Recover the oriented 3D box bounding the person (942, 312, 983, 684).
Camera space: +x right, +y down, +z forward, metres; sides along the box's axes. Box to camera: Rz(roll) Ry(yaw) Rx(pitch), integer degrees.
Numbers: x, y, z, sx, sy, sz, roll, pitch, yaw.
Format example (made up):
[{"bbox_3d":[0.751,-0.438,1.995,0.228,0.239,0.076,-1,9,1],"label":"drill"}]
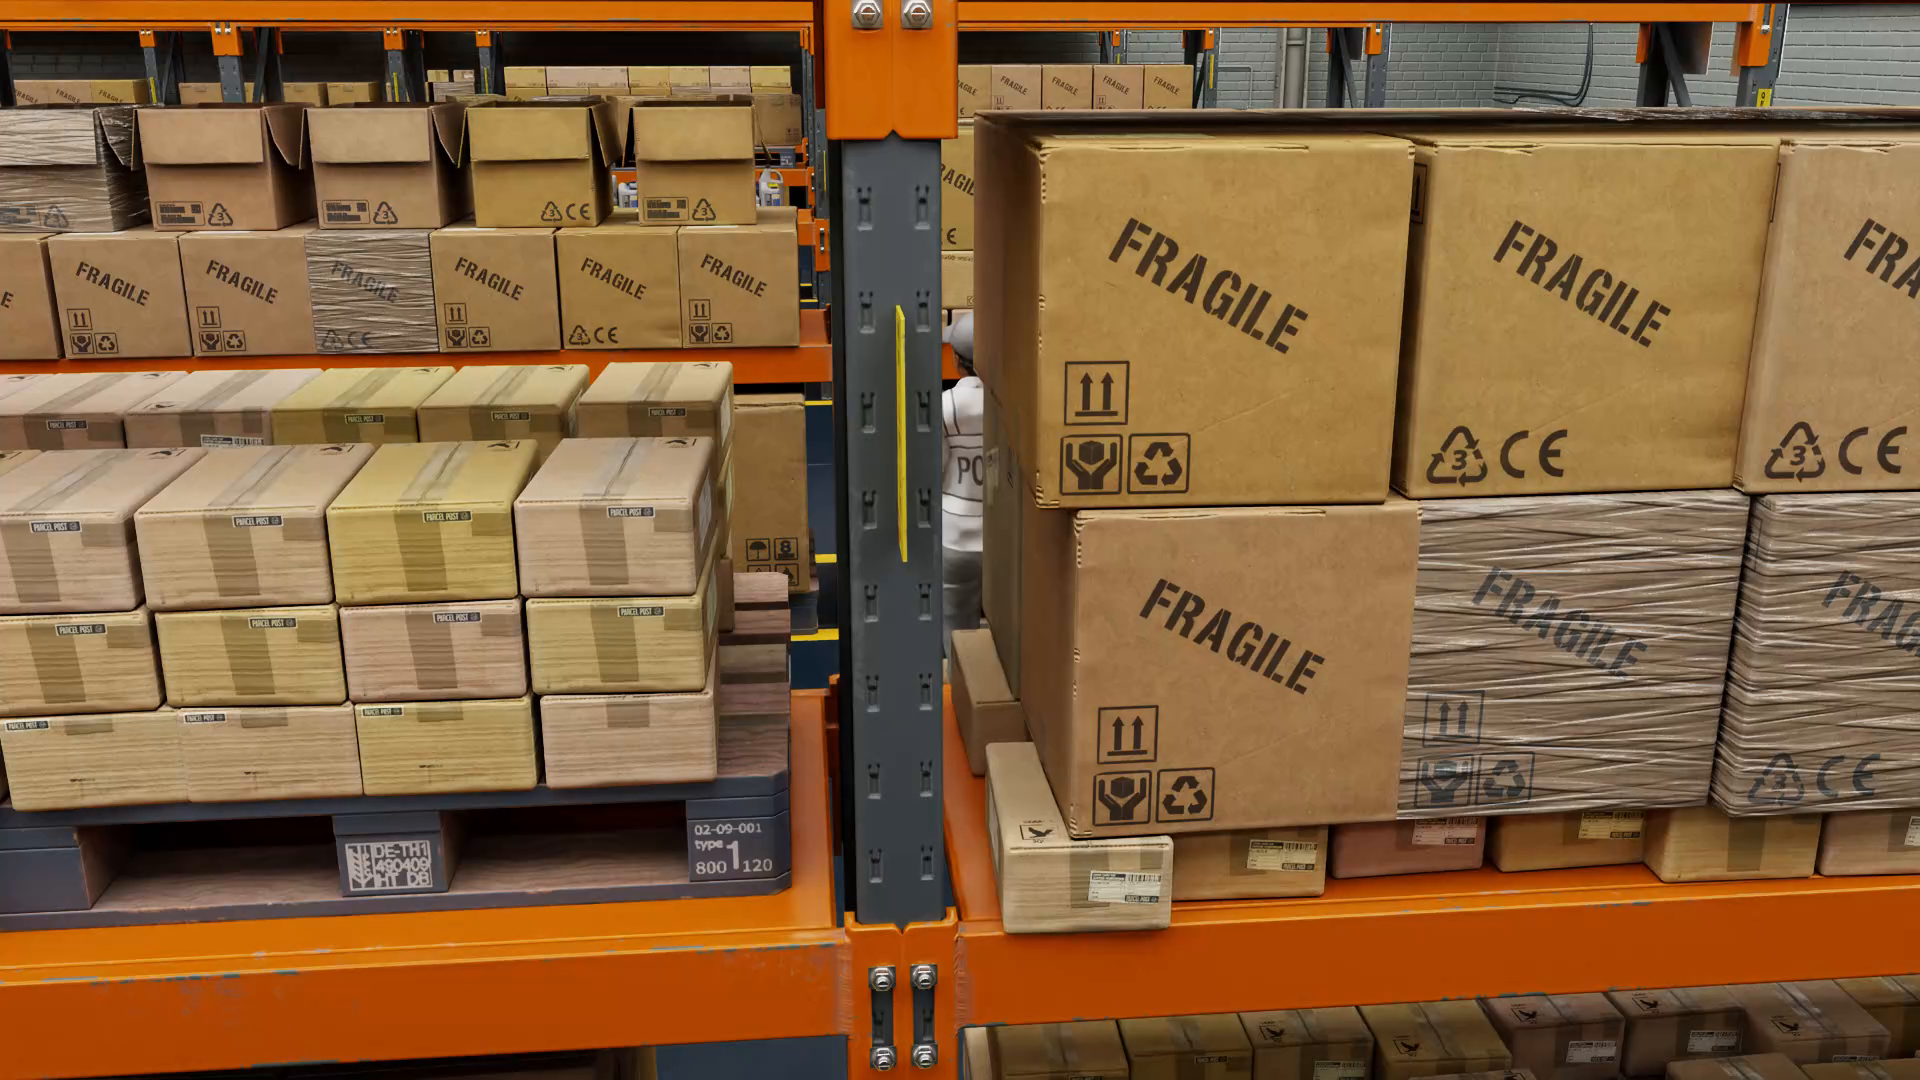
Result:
[{"bbox_3d":[0.084,-0.018,6.059,0.596,1.669,0.529,-4,17,-12],"label":"person"}]
